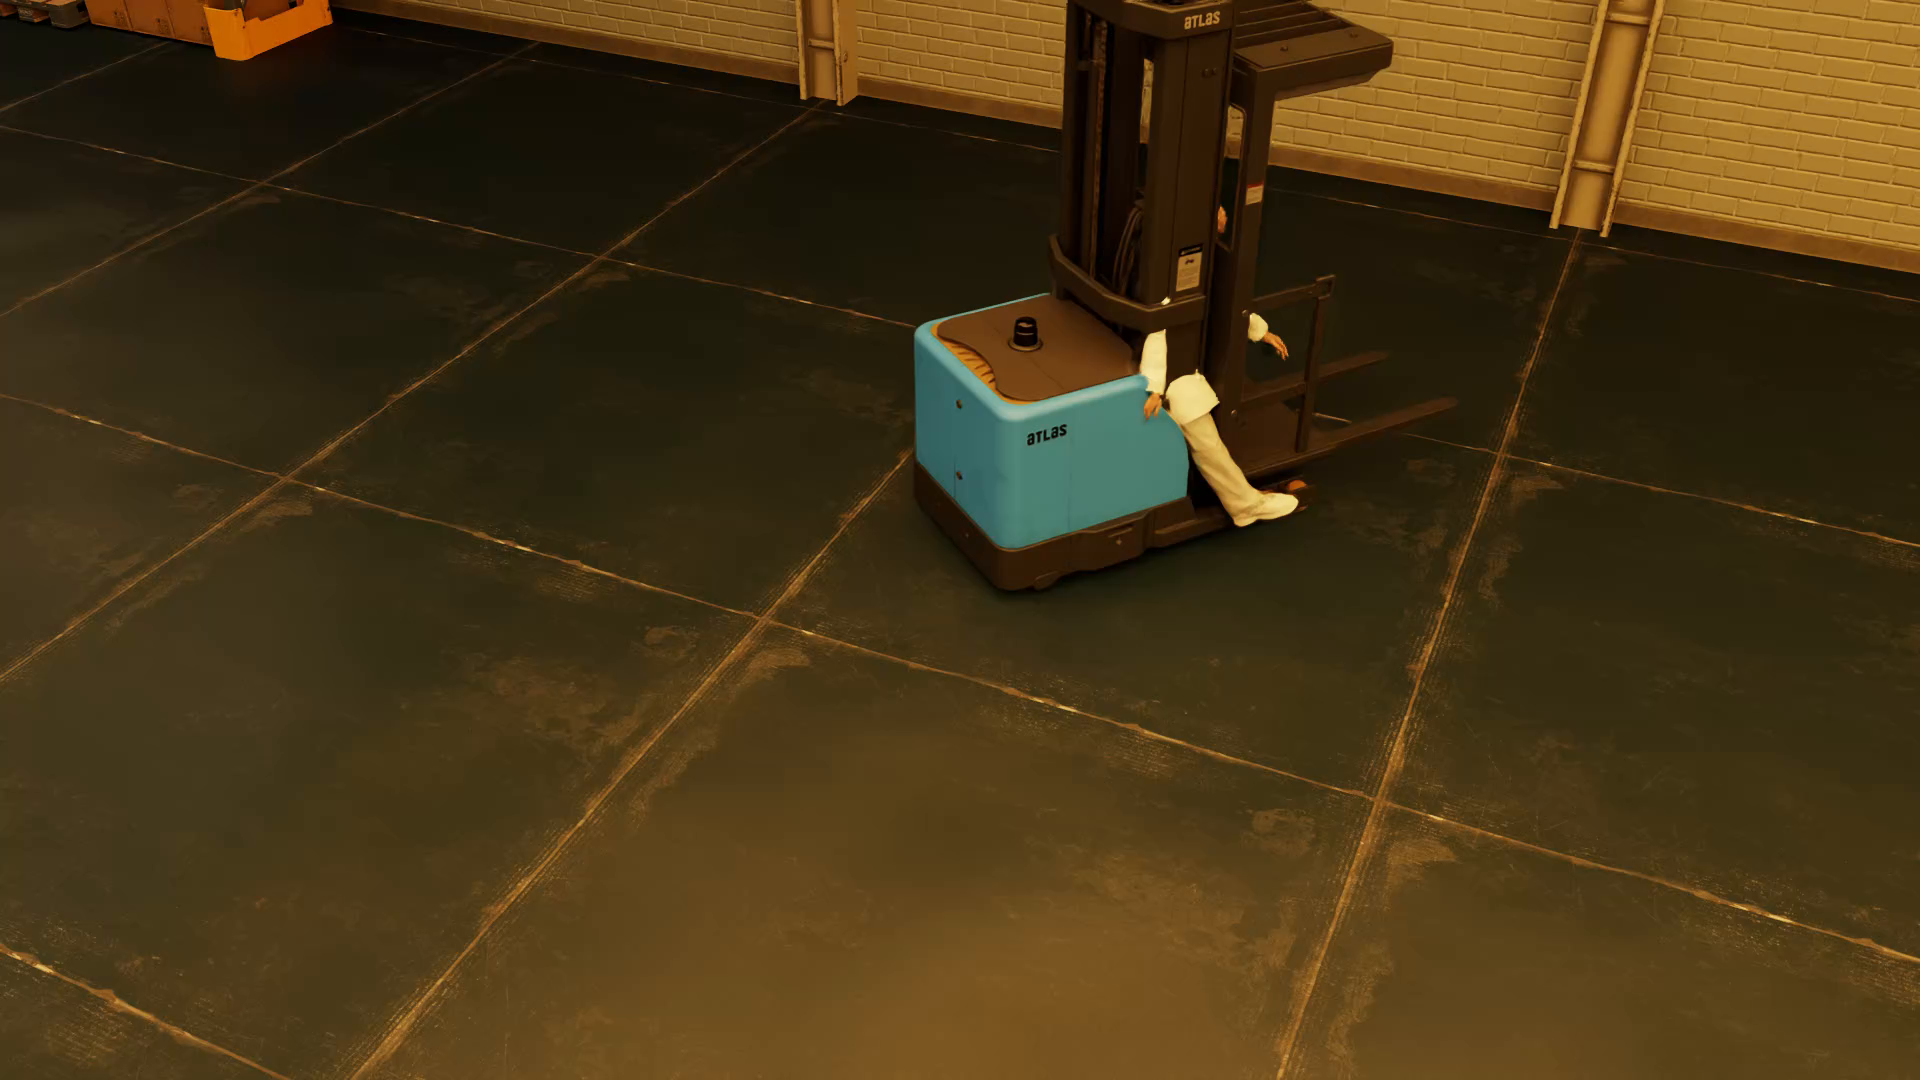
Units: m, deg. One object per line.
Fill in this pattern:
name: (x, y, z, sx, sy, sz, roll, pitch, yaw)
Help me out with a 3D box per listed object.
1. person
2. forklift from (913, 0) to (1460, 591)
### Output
person: (1.227, -0.855, 8.175, 1.065, 1.643, 0.887, 12, 37, 16)
forklift: (1.304, -1.543, 8.250, 3.031, 2.935, 1.130, -17, 39, -22)
